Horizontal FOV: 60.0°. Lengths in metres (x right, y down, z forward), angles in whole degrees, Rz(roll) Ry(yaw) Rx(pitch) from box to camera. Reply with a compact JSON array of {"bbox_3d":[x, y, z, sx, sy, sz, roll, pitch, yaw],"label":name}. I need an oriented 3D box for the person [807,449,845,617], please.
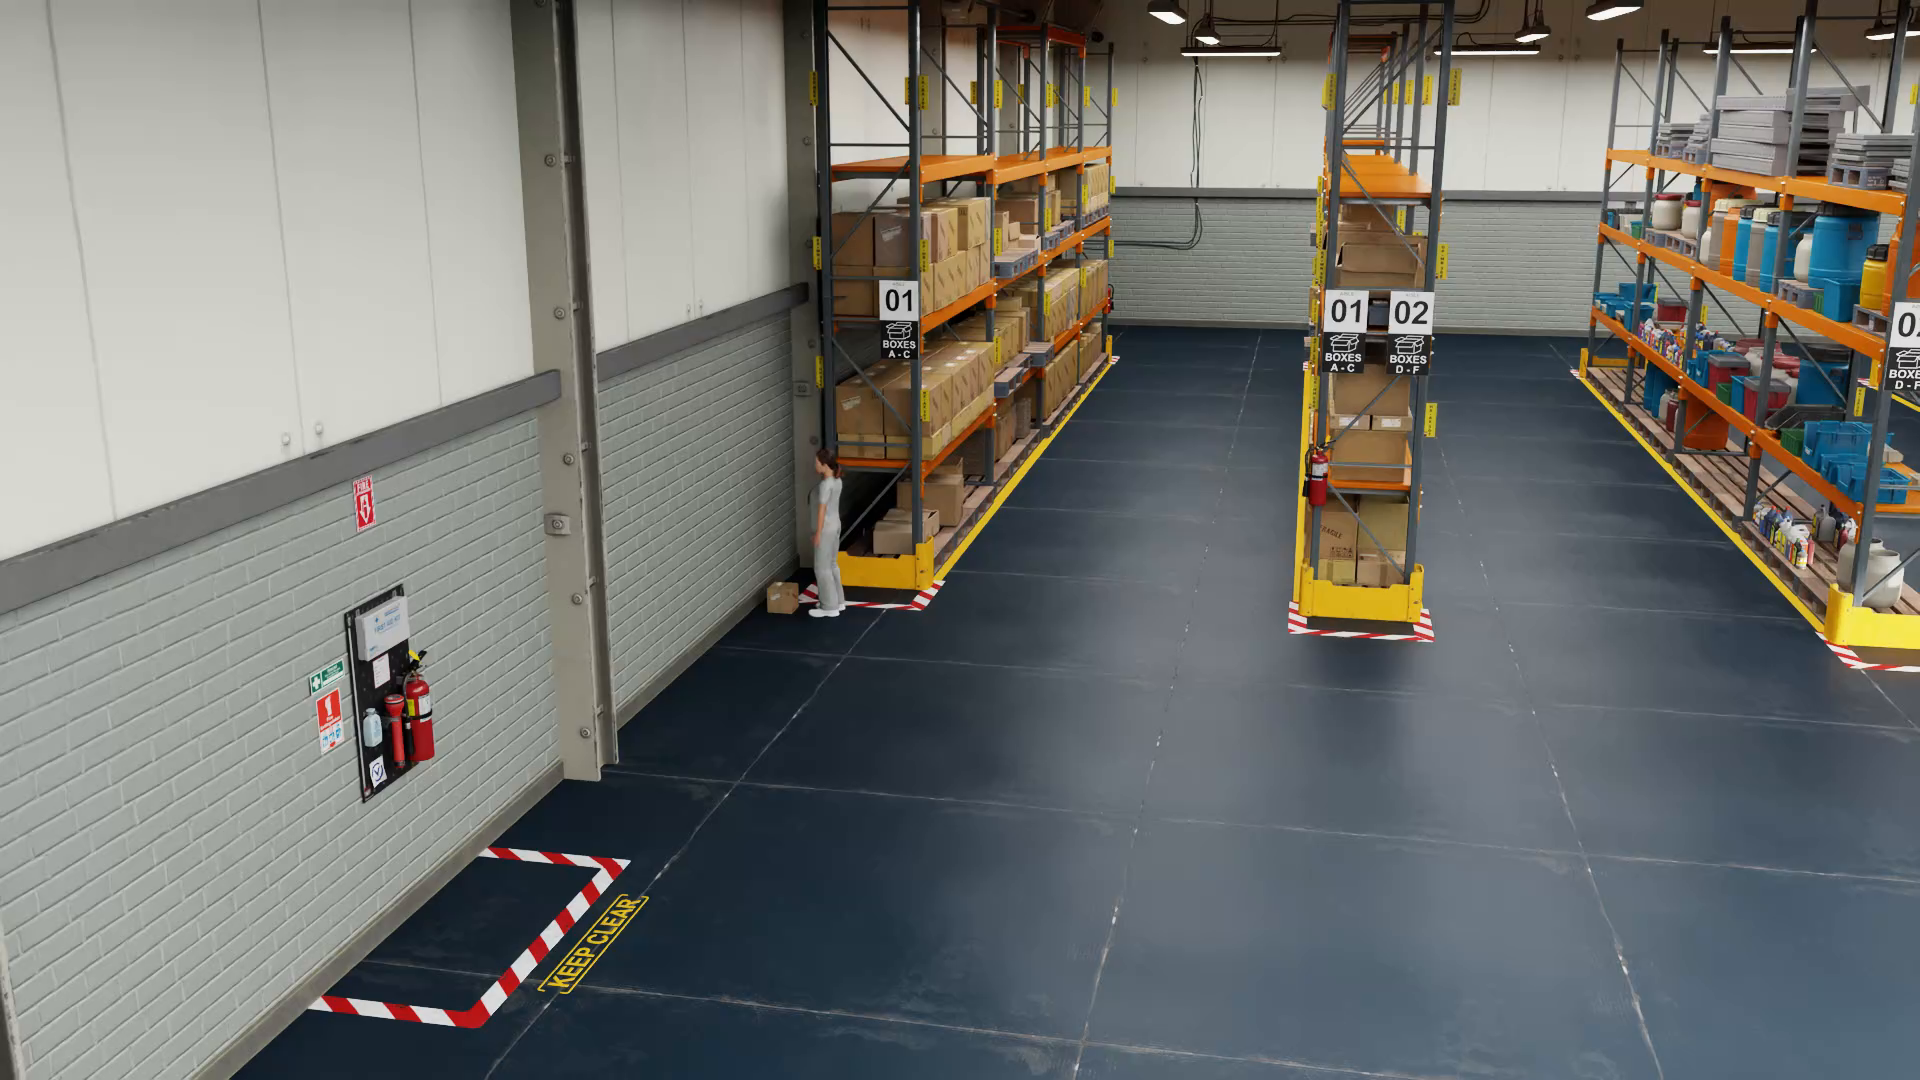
[{"bbox_3d":[-1.300,-0.079,16.329,0.362,1.672,0.438,3,15,12],"label":"person"}]
